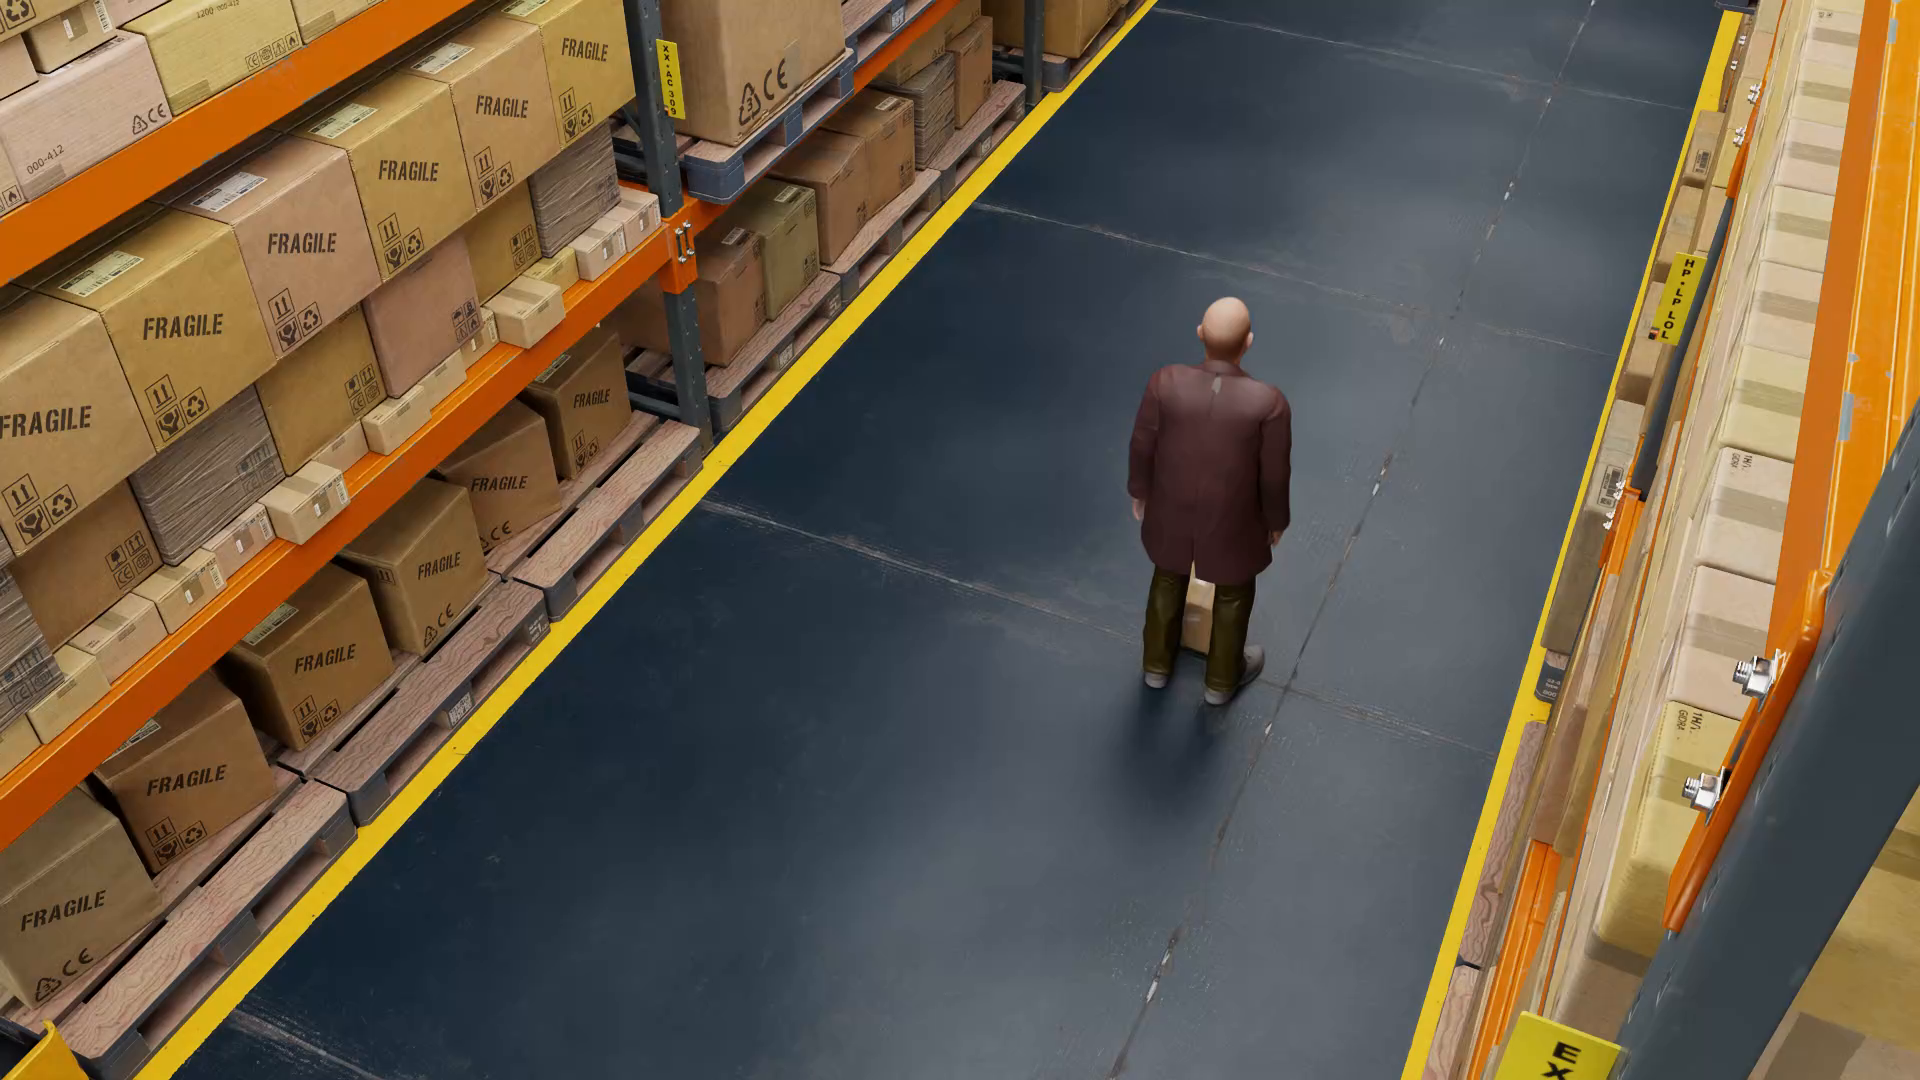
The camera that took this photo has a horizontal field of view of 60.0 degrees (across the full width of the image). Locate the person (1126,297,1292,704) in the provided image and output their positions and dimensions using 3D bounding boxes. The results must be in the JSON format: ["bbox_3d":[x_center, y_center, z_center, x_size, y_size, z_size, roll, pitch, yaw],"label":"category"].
[{"bbox_3d":[0.937,-0.124,6.312,0.637,1.772,0.428,16,44,17],"label":"person"}]
